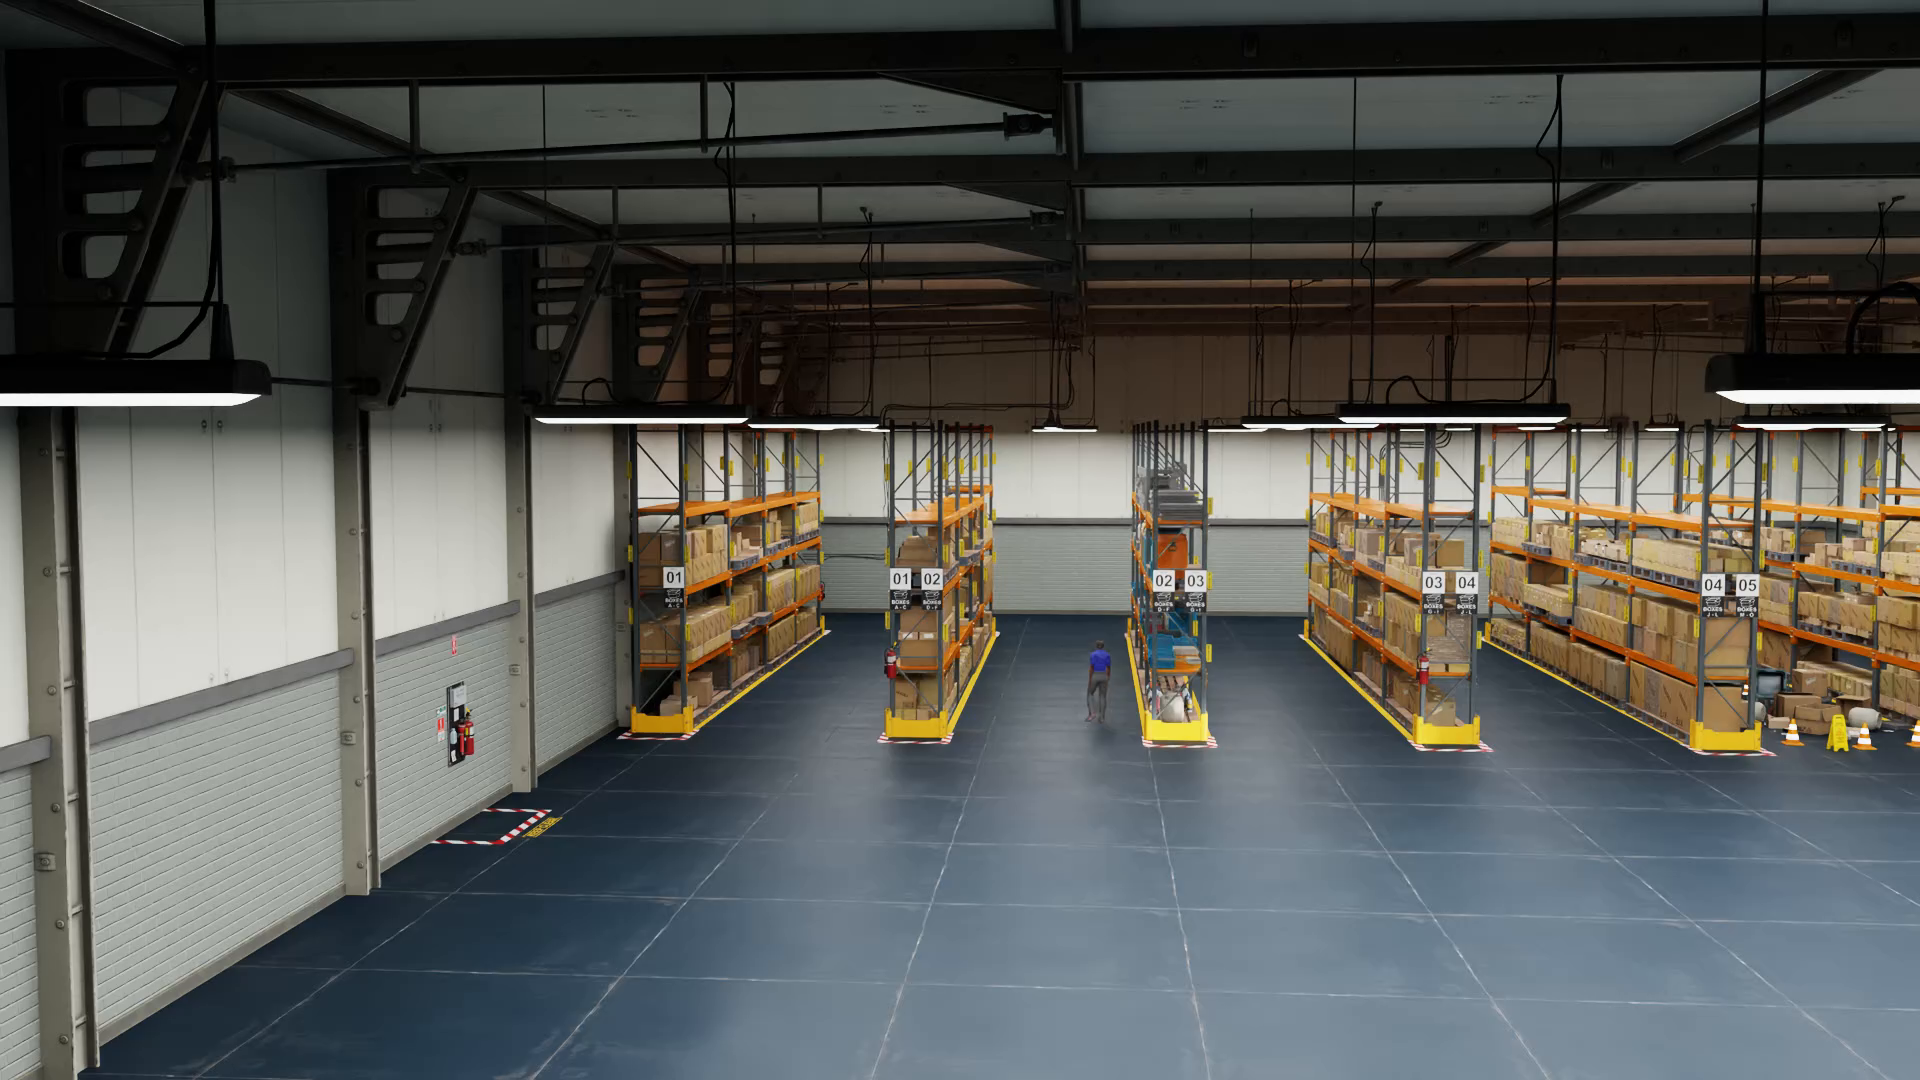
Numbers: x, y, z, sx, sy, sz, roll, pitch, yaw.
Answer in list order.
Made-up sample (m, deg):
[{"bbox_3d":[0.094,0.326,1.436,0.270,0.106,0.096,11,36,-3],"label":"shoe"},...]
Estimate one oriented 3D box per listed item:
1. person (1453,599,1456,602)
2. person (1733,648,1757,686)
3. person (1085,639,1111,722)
[{"bbox_3d":[12.332,2.217,41.230,0.629,1.740,0.994,1,4,12],"label":"person"},{"bbox_3d":[17.953,2.493,37.847,0.550,1.774,0.540,-1,4,-13],"label":"person"},{"bbox_3d":[2.751,2.807,33.083,0.511,1.657,0.471,0,4,-7],"label":"person"}]
